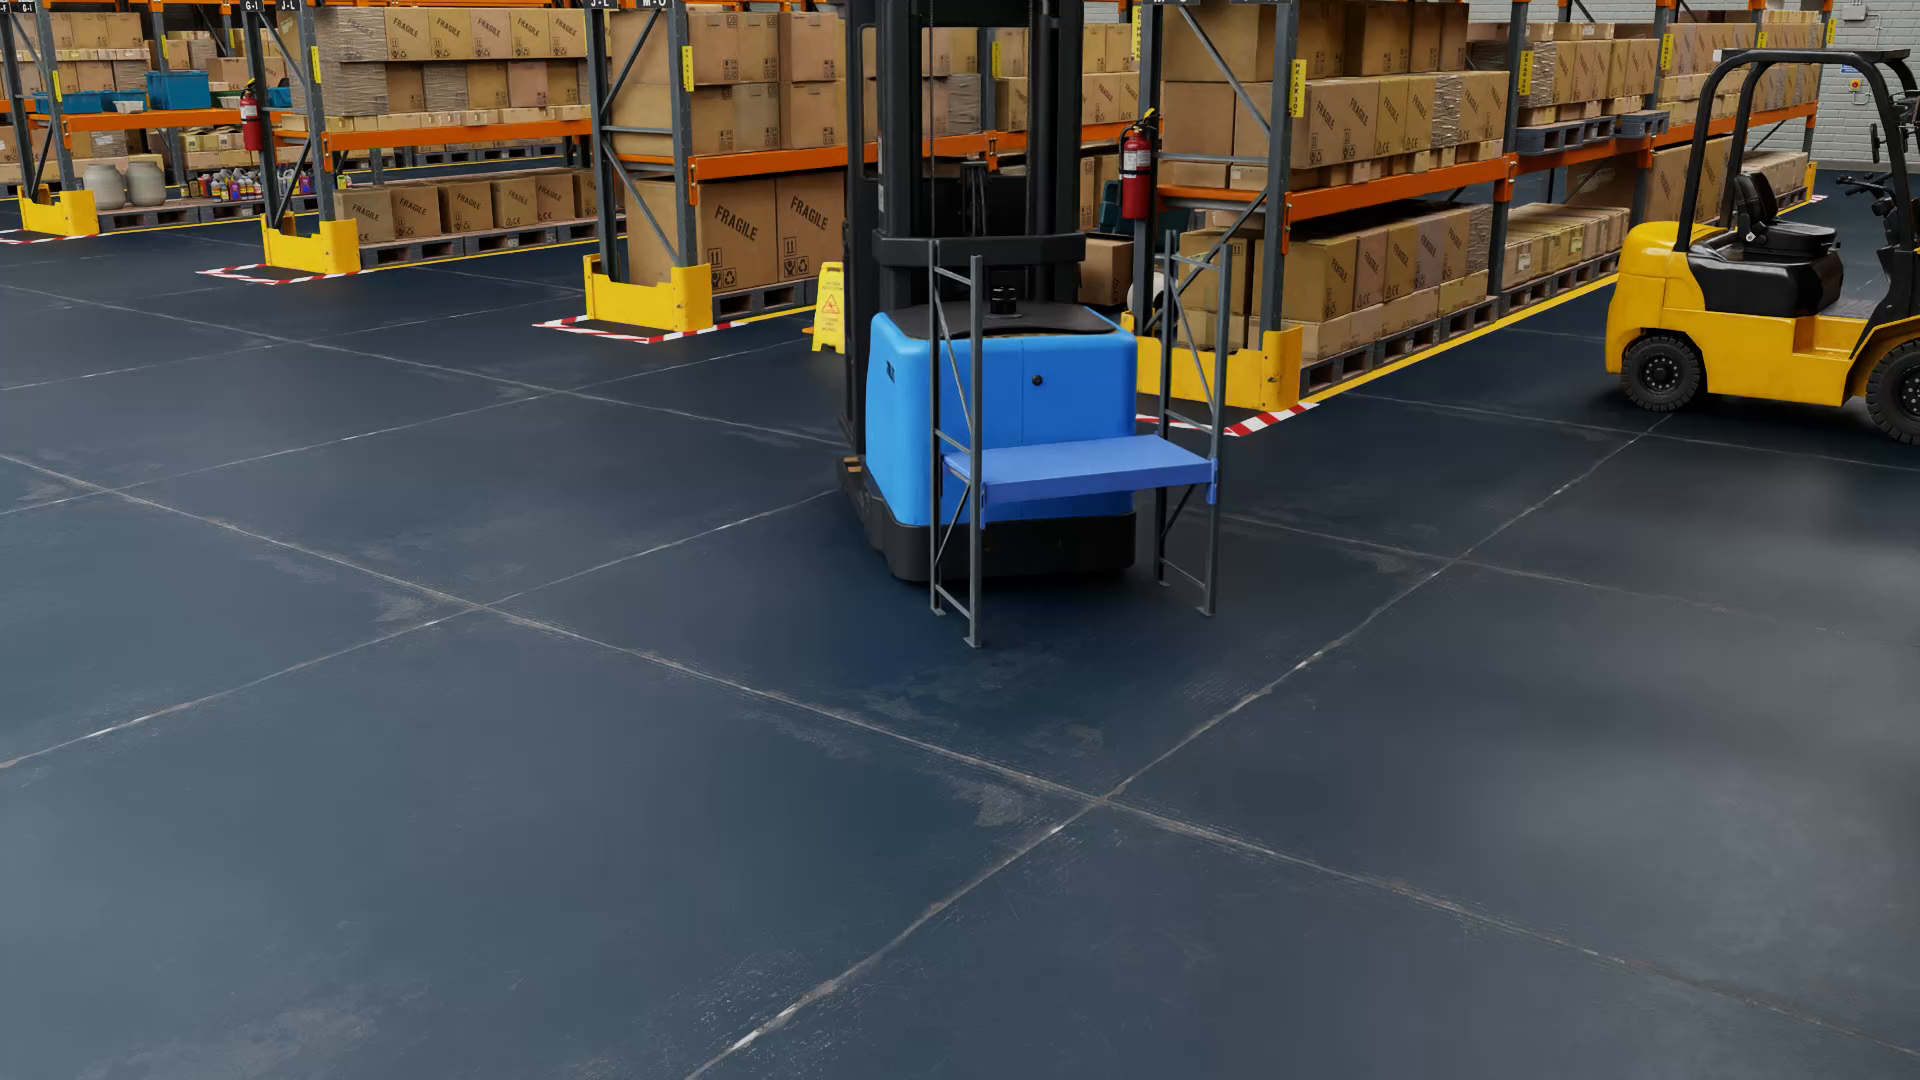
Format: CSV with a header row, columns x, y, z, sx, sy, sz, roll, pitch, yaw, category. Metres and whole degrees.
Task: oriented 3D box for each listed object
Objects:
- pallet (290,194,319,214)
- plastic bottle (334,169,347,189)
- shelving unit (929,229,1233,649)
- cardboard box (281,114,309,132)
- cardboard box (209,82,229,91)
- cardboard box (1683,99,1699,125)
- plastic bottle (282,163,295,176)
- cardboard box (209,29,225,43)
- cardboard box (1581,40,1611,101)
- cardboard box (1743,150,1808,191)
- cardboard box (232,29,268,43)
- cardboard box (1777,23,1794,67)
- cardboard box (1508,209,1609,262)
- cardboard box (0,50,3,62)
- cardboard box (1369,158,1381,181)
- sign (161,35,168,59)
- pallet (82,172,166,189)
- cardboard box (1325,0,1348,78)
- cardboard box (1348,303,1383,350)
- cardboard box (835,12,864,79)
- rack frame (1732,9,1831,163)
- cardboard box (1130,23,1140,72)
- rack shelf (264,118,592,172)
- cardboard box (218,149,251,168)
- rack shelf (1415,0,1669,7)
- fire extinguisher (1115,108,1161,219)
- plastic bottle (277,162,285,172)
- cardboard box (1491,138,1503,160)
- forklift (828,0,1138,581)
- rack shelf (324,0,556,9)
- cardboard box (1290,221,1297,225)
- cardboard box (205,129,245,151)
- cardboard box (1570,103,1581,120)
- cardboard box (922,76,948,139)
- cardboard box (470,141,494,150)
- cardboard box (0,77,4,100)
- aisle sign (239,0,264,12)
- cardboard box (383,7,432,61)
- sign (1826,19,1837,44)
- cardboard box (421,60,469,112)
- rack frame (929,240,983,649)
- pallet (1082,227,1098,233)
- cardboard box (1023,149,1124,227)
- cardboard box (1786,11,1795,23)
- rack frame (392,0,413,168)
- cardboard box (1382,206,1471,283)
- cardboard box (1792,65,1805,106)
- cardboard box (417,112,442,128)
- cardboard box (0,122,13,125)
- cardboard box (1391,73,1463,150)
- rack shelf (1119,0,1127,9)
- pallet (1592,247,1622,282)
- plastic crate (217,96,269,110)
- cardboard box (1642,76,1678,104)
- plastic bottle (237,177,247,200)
x,y,z,sx,sy,sz,roll,pitch,yaw,category
-8.439,-4.436,21.674,1.003,0.211,1.213,12,21,35,pallet
-8.027,-4.661,21.533,0.061,0.283,0.133,14,22,37,plastic bottle
0.457,-0.421,6.569,1.048,1.500,0.538,-6,18,-19,shelving unit
-6.407,-4.077,16.239,0.380,0.149,0.250,12,21,35,cardboard box
-11.289,-6.852,25.174,0.380,0.149,0.250,12,21,35,cardboard box
7.417,-4.497,17.419,0.500,0.250,0.500,13,22,36,cardboard box
-8.704,-4.721,21.614,0.144,0.351,0.185,12,21,35,plastic bottle
-13.517,-9.335,30.779,0.500,0.250,0.500,13,22,36,cardboard box
5.342,-4.105,14.525,0.500,0.500,0.500,11,21,32,cardboard box
10.768,-4.955,22.252,0.875,0.438,0.875,12,21,33,cardboard box
-13.084,-9.251,30.507,0.500,0.250,0.500,13,22,36,cardboard box
9.796,-6.035,20.265,0.500,0.500,0.500,13,21,36,cardboard box
5.536,-2.883,15.691,0.950,0.372,0.625,12,21,34,cardboard box
-13.192,-6.564,22.562,0.380,0.149,0.250,12,21,34,cardboard box
2.594,-2.497,11.151,0.380,0.149,0.250,13,22,36,cardboard box
-11.535,-7.150,24.118,0.100,0.325,0.005,12,21,35,sign
-12.489,-5.283,24.401,1.003,0.211,1.213,12,21,35,pallet
2.206,-3.428,11.369,0.700,0.500,0.500,12,21,34,cardboard box
2.561,-1.492,11.420,0.500,0.250,0.500,13,22,37,cardboard box
-1.328,-4.267,14.353,0.875,0.550,0.500,12,21,35,cardboard box
11.081,-6.152,22.498,1.000,3.000,0.127,12,21,35,rack frame
1.703,-5.397,18.211,0.700,0.500,0.500,12,21,34,cardboard box
-5.219,-4.226,17.506,1.077,0.370,4.000,12,21,35,rack shelf
-11.236,-5.858,25.478,0.500,0.250,0.500,13,22,36,cardboard box
5.123,-4.860,14.490,1.077,0.370,4.000,12,21,35,rack shelf
1.109,-2.359,10.412,0.296,0.674,0.183,12,21,35,fire extinguisher
-8.820,-4.747,21.696,0.144,0.351,0.185,13,22,36,plastic bottle
3.984,-3.044,12.911,0.380,0.149,0.250,12,21,34,cardboard box
-0.025,-1.622,8.025,1.130,2.935,3.031,-3,18,-10,forklift
-6.814,-7.486,22.947,1.077,0.370,4.000,12,21,35,rack shelf
2.133,-2.292,11.638,0.380,0.149,0.250,13,21,36,cardboard box
-11.233,-6.125,25.392,0.500,0.311,0.500,12,21,34,cardboard box
5.113,-3.702,14.323,0.380,0.149,0.250,13,21,35,cardboard box
-0.624,-3.992,15.287,0.875,0.550,0.550,12,21,35,cardboard box
-8.487,-7.068,28.920,0.500,0.500,0.500,12,21,34,cardboard box
-13.467,-6.244,22.624,0.700,0.500,0.500,13,21,35,cardboard box
-6.689,-5.373,15.603,0.394,0.787,0.004,12,21,35,aisle sign
-5.561,-4.961,16.304,0.500,0.500,0.500,12,21,35,cardboard box
11.509,-6.719,21.972,0.100,0.325,0.005,12,21,35,sign
-5.527,-4.660,17.023,0.875,0.500,0.500,12,21,35,cardboard box
-0.019,-0.368,6.400,0.032,1.500,0.500,-6,18,-19,rack frame
1.021,-3.302,18.021,1.003,0.211,1.213,12,21,35,pallet
1.325,-3.886,18.284,1.050,0.750,0.750,13,21,36,cardboard box
10.017,-6.424,20.423,0.380,0.149,0.250,12,21,35,cardboard box
-9.598,-7.750,27.641,1.000,3.000,0.127,12,21,35,rack frame
3.492,-2.230,12.531,0.500,0.500,0.500,13,21,36,cardboard box
10.396,-5.797,21.186,0.500,0.500,0.500,13,22,36,cardboard box
-5.438,-4.233,16.741,0.380,0.149,0.250,12,21,35,cardboard box
-13.401,-5.630,23.478,0.500,0.500,0.500,12,21,35,cardboard box
3.259,-3.086,11.954,0.500,0.500,0.500,13,22,36,cardboard box
1.087,-5.710,17.229,1.077,0.370,4.000,12,21,35,rack shelf
5.848,-2.729,16.177,1.003,0.211,1.213,12,21,35,pallet
-8.770,-5.363,20.401,0.530,0.136,0.437,12,21,35,plastic crate
6.815,-4.491,16.558,0.500,0.250,0.500,12,21,34,cardboard box
-8.854,-4.334,20.499,0.097,0.271,0.097,0,17,0,plastic bottle
